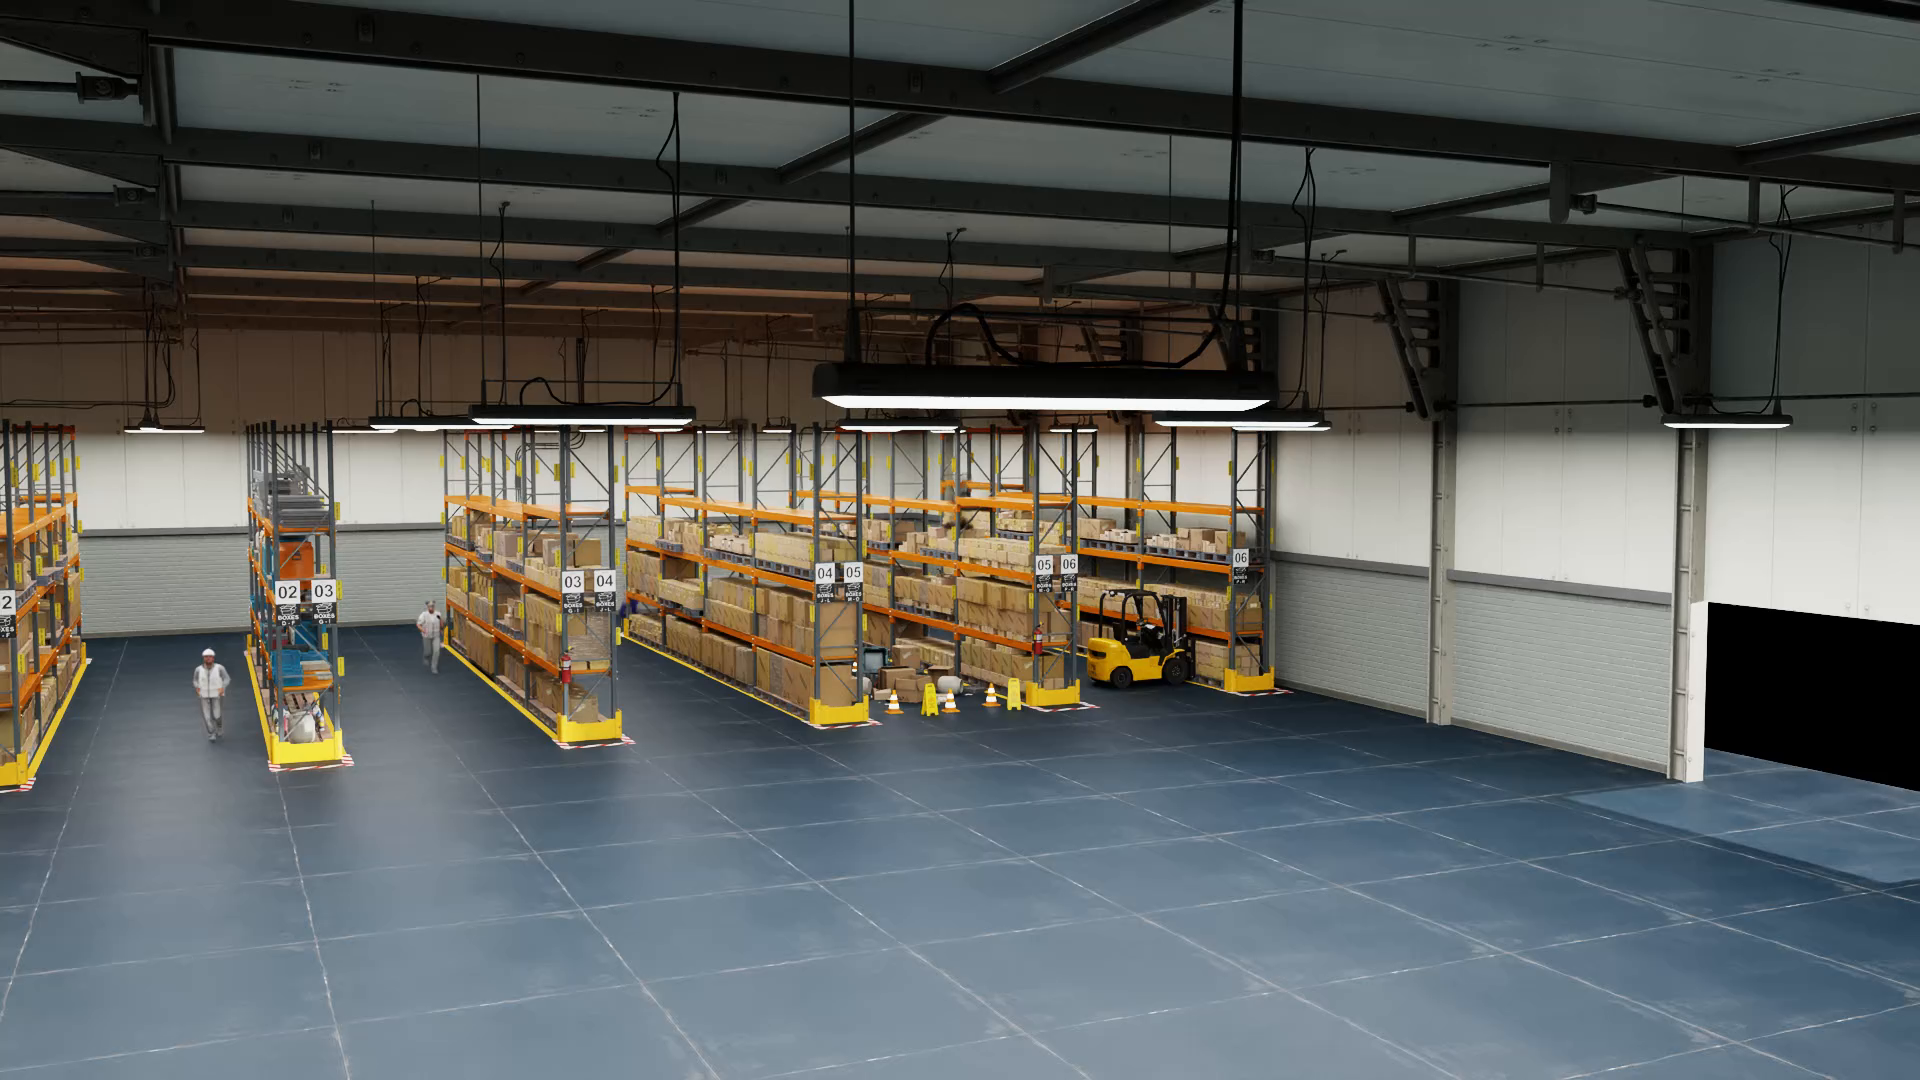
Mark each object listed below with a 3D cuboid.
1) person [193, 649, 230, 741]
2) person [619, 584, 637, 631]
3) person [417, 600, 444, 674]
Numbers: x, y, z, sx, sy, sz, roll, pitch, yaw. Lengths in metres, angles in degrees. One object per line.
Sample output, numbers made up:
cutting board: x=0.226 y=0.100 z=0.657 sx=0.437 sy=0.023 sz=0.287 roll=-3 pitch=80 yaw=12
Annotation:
person: x=-14.018 y=2.908 z=31.103 sx=0.636 sy=1.726 sz=0.572 roll=-1 pitch=4 yaw=-15
person: x=-9.744 y=1.848 z=49.041 sx=0.575 sy=1.703 sz=0.727 roll=2 pitch=4 yaw=29
person: x=-12.855 y=2.346 z=40.429 sx=0.672 sy=1.790 sz=0.814 roll=-2 pitch=4 yaw=-31
